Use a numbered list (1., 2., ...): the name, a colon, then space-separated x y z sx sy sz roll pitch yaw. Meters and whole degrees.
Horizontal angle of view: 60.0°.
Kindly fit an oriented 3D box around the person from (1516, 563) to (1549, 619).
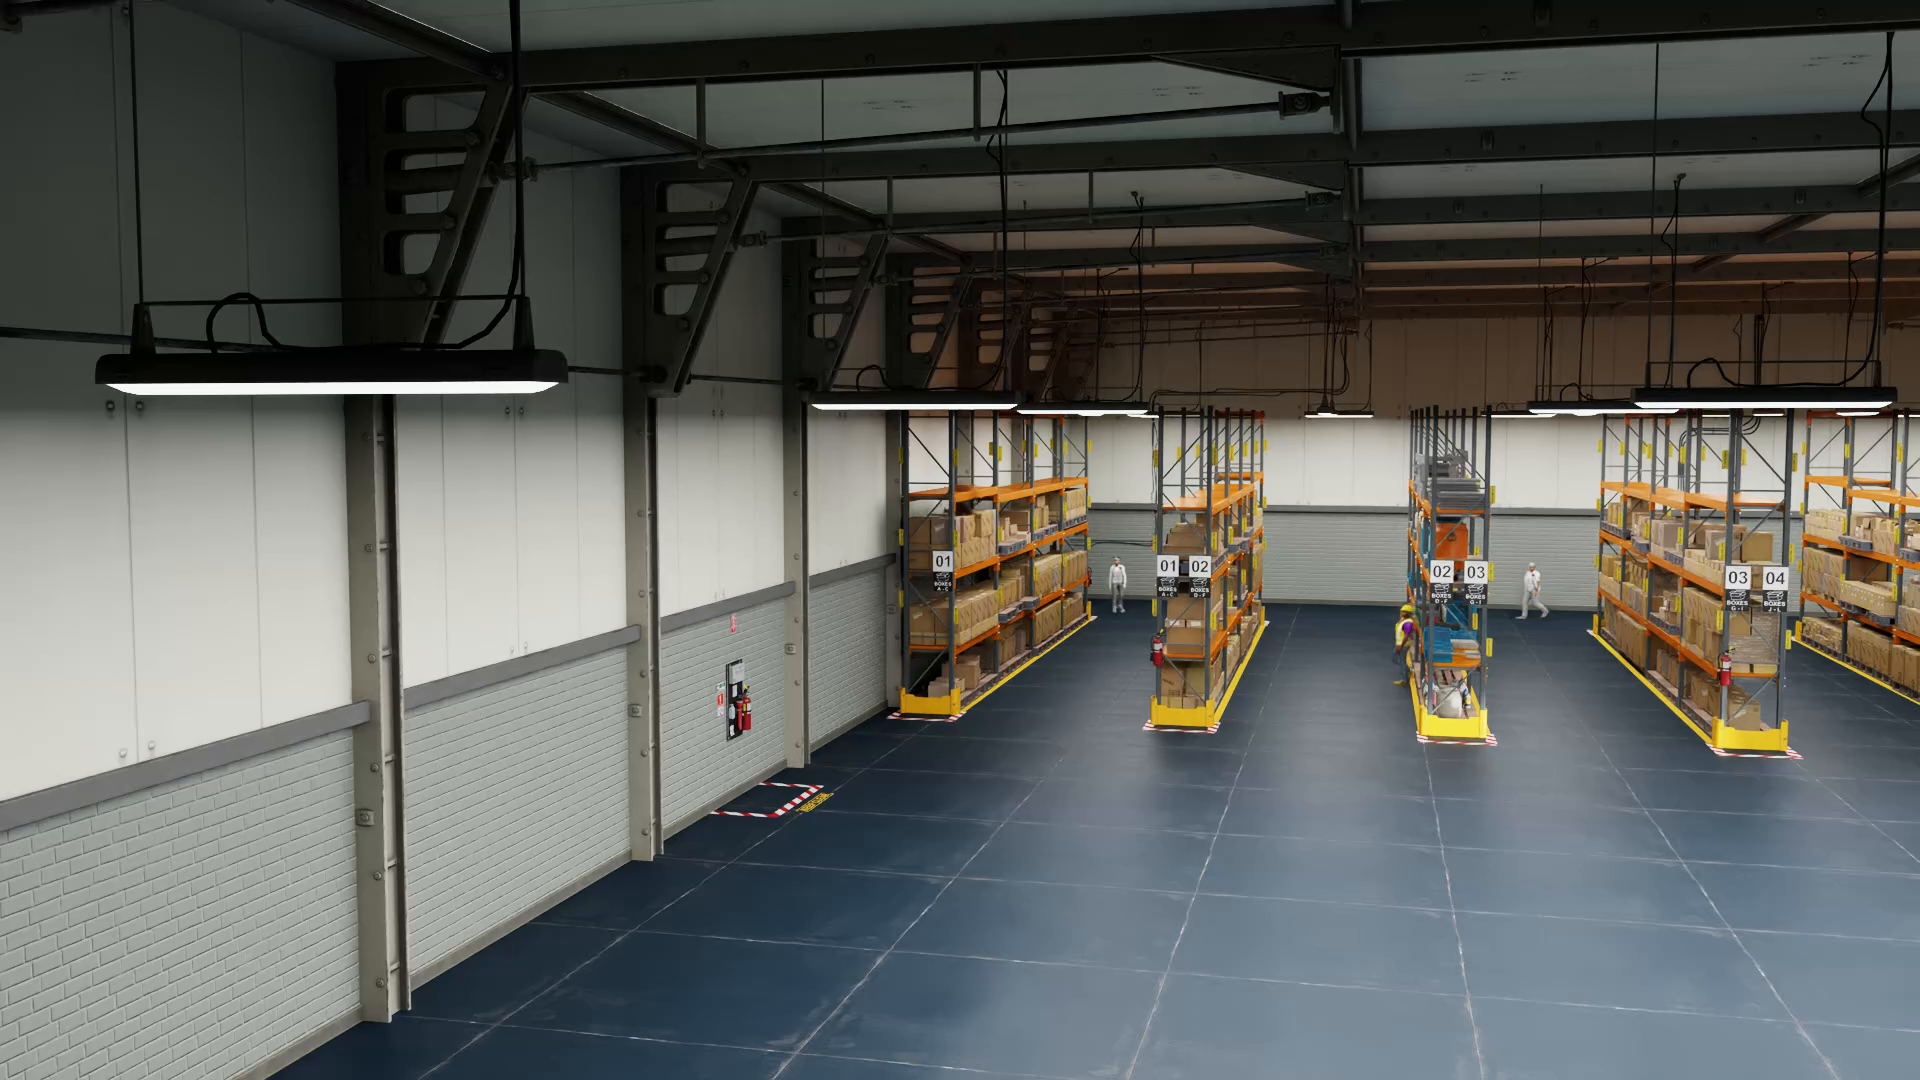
1. person: 16.491 1.464 47.894 0.885 1.637 0.500 -1 4 -19

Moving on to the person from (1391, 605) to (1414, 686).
1. person: 9.526 2.260 35.821 0.503 1.756 0.612 2 4 21

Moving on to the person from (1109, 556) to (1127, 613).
1. person: 4.724 1.329 49.620 0.507 1.727 0.398 -1 4 -14

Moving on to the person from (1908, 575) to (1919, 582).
1. person: 24.482 1.763 42.827 0.654 1.736 1.066 -4 6 -44
